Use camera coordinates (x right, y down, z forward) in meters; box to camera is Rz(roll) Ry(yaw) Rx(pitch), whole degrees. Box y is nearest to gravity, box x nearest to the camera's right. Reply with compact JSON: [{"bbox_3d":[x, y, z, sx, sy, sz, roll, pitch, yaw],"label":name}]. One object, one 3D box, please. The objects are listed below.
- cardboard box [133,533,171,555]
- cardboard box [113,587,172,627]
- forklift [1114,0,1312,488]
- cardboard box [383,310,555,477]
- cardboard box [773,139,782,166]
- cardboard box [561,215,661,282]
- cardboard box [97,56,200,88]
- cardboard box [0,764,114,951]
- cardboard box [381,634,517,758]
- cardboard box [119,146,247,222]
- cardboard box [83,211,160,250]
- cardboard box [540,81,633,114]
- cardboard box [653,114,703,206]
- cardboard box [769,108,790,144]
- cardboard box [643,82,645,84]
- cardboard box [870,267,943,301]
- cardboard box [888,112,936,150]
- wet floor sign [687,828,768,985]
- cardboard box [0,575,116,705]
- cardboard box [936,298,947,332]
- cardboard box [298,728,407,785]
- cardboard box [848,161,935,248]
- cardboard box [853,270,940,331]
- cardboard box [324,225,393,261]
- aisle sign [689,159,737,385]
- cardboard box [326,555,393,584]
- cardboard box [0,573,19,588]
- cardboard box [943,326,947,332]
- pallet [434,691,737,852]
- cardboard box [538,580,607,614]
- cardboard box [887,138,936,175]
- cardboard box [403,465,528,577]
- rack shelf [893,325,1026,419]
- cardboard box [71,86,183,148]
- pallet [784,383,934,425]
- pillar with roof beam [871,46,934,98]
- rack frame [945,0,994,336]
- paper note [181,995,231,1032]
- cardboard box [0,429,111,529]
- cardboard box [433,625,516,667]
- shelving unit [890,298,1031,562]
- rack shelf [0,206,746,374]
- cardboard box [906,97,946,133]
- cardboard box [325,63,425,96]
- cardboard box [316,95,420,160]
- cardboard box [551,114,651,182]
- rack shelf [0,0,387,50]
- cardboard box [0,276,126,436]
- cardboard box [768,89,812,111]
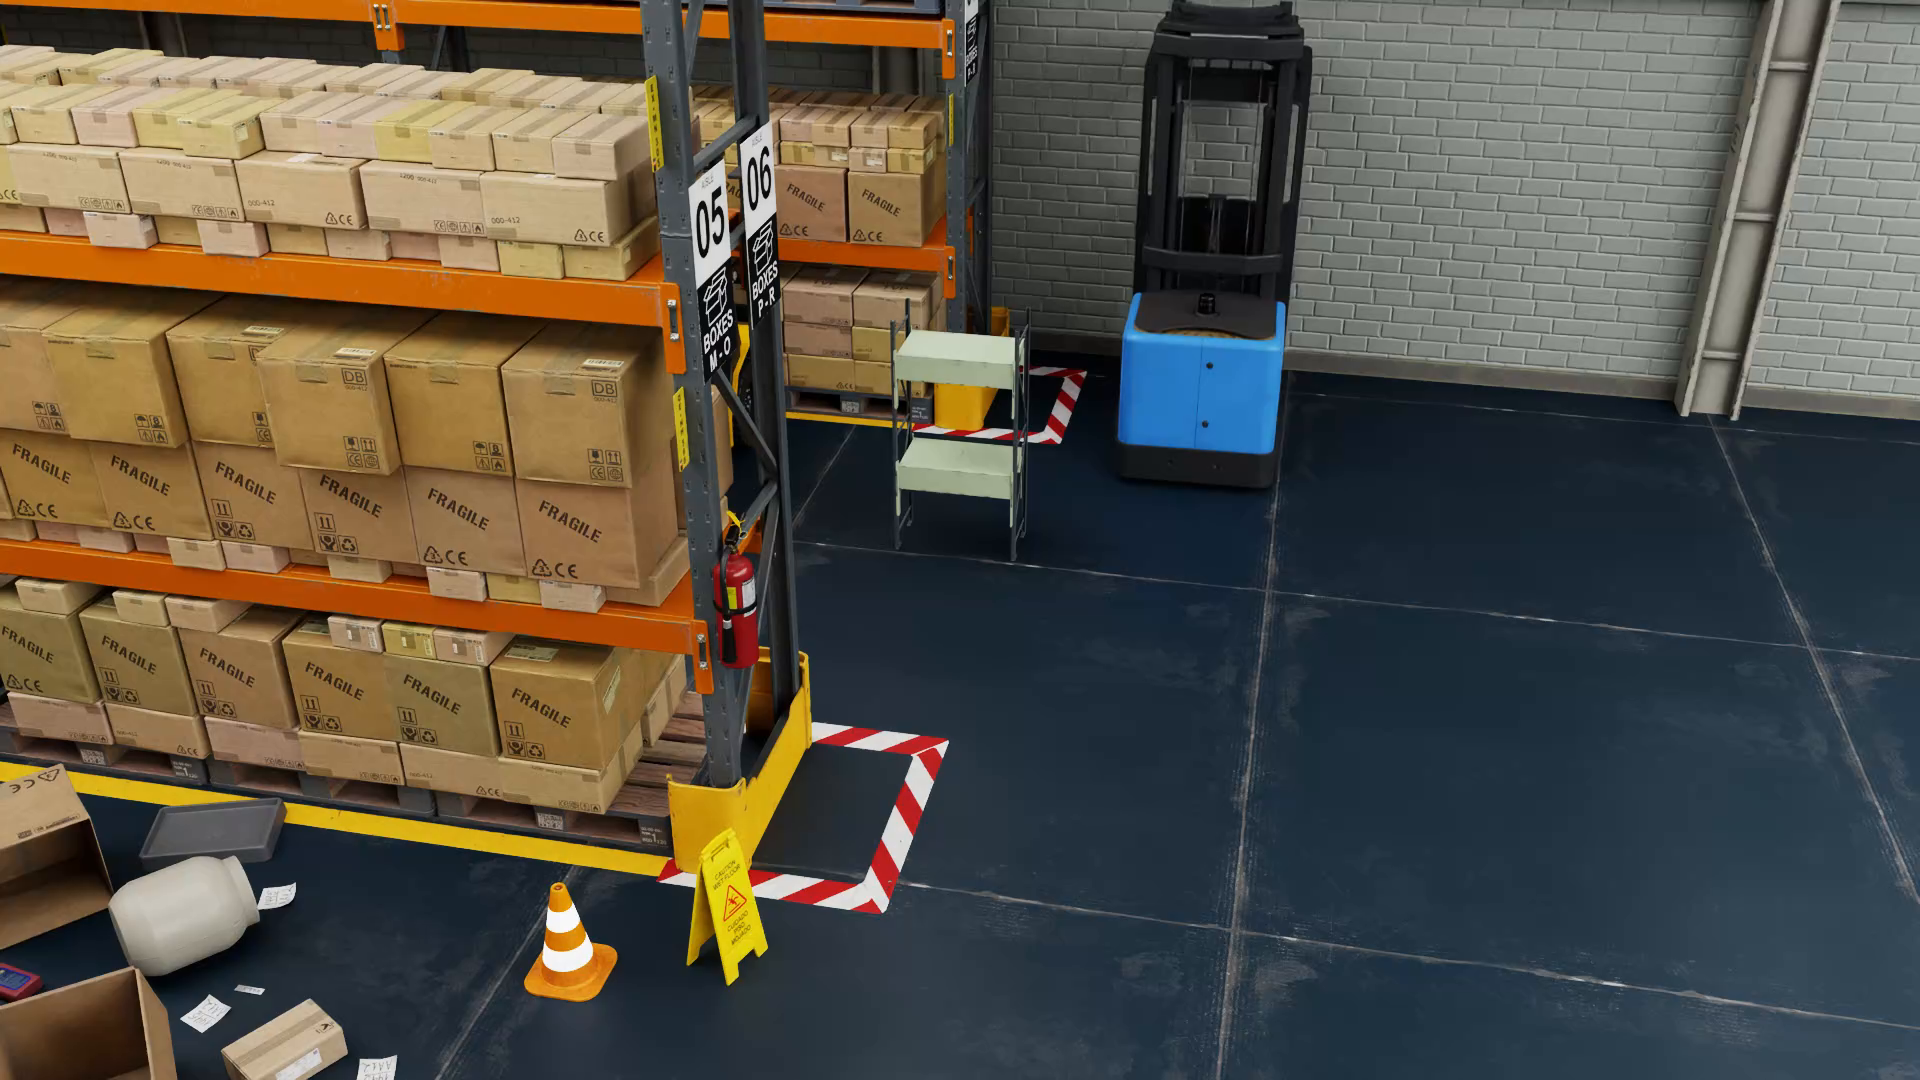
[{"bbox_3d":[-3.606,-0.089,7.712,0.250,0.149,0.380,6,29,10],"label":"cardboard box"},{"bbox_3d":[-3.740,0.238,7.823,0.250,0.149,0.380,7,29,13],"label":"cardboard box"},{"bbox_3d":[1.799,-2.314,11.586,1.130,2.935,3.031,5,29,9],"label":"forklift"},{"bbox_3d":[-2.000,-0.663,7.044,0.500,0.500,0.700,6,29,11],"label":"cardboard box"},{"bbox_3d":[-1.334,-2.711,11.461,0.250,0.149,0.380,5,29,9],"label":"cardboard box"},{"bbox_3d":[-1.368,-1.157,6.539,0.250,0.149,0.380,6,29,11],"label":"cardboard box"},{"bbox_3d":[-3.495,-1.977,7.207,0.250,0.149,0.380,5,29,10],"label":"cardboard box"},{"bbox_3d":[-4.109,1.394,7.343,0.500,0.500,0.500,-21,35,-33],"label":"cardboard box"},{"bbox_3d":[-2.310,0.638,7.769,0.500,0.500,0.500,7,29,12],"label":"cardboard box"},{"bbox_3d":[-3.012,-1.502,6.755,0.500,0.250,0.500,6,29,11],"label":"cardboard box"},{"bbox_3d":[-3.377,-1.336,6.867,0.250,0.149,0.380,5,29,10],"label":"cardboard box"},{"bbox_3d":[-1.516,-1.751,6.795,0.250,0.149,0.380,6,29,10],"label":"cardboard box"},{"bbox_3d":[-1.397,-1.603,6.939,0.500,0.250,0.500,5,29,10],"label":"cardboard box"},{"bbox_3d":[-1.338,-2.831,11.371,0.250,0.149,0.380,7,29,12],"label":"cardboard box"},{"bbox_3d":[-2.219,-3.204,12.052,0.250,0.149,0.380,6,29,10],"label":"cardboard box"},{"bbox_3d":[-0.359,-1.932,12.202,0.500,0.250,0.500,5,29,10],"label":"cardboard box"},{"bbox_3d":[-0.322,-2.774,11.266,0.250,0.149,0.380,6,29,11],"label":"cardboard box"},{"bbox_3d":[-0.999,1.508,6.986,0.232,0.644,0.267,17,33,28],"label":"wet floor sign"},{"bbox_3d":[-4.352,0.431,8.146,0.500,0.500,0.500,7,30,13],"label":"cardboard box"},{"bbox_3d":[-0.345,-1.720,12.336,0.500,0.250,0.500,6,29,11],"label":"cardboard box"},{"bbox_3d":[-2.826,0.915,8.043,0.500,0.250,0.500,5,29,9],"label":"cardboard box"},{"bbox_3d":[-0.464,-2.348,11.473,0.500,0.500,0.500,5,29,9],"label":"cardboard box"},{"bbox_3d":[-0.444,-1.695,11.768,0.500,0.250,0.500,7,29,12],"label":"cardboard box"},{"bbox_3d":[-2.359,-1.268,6.743,0.250,0.149,0.380,6,29,10],"label":"cardboard box"},{"bbox_3d":[-0.961,-1.045,6.489,0.004,0.787,0.394,6,29,11],"label":"aisle sign"},{"bbox_3d":[-2.637,0.031,7.493,0.250,0.149,0.380,6,29,10],"label":"cardboard box"},{"bbox_3d":[-5.386,0.469,8.731,0.625,0.372,0.950,6,29,11],"label":"cardboard box"},{"bbox_3d":[-0.368,-1.497,12.449,0.500,0.250,0.500,6,29,11],"label":"cardboard box"},{"bbox_3d":[-1.822,1.071,8.236,1.213,0.211,1.003,6,29,11],"label":"pallet"},{"bbox_3d":[-1.642,0.153,7.270,0.250,0.149,0.380,6,29,10],"label":"cardboard box"},{"bbox_3d":[-0.326,-2.610,11.276,0.250,0.149,0.380,6,29,11],"label":"cardboard box"},{"bbox_3d":[-2.038,-0.198,7.237,0.500,0.500,0.500,6,29,11],"label":"cardboard box"},{"bbox_3d":[0.007,-1.000,9.863,0.720,0.370,0.431,6,29,11],"label":"rack shelf"},{"bbox_3d":[-3.348,-1.713,6.726,0.250,0.149,0.380,5,29,10],"label":"cardboard box"},{"bbox_3d":[-0.685,-1.212,12.406,1.213,0.211,1.003,6,29,11],"label":"pallet"},{"bbox_3d":[-1.320,-3.481,7.399,0.400,9.000,9.100,6,29,11],"label":"pillar with roof beam"},{"bbox_3d":[0.072,-2.378,11.632,0.127,3.000,1.000,6,29,11],"label":"rack frame"},{"bbox_3d":[-3.101,1.945,6.839,0.142,0.019,0.148,17,33,28],"label":"paper note"},{"bbox_3d":[-4.005,-0.408,7.619,0.500,0.500,0.500,6,29,10],"label":"cardboard box"},{"bbox_3d":[-2.172,0.399,7.530,0.250,0.149,0.380,7,29,12],"label":"cardboard box"},{"bbox_3d":[0.007,-0.657,10.051,0.755,1.500,0.431,6,29,11],"label":"shelving unit"},{"bbox_3d":[-2.917,-1.247,7.192,4.000,0.370,1.077,6,29,11],"label":"rack shelf"},{"bbox_3d":[-0.212,-2.971,11.626,0.250,0.149,0.380,5,29,10],"label":"cardboard box"},{"bbox_3d":[-2.478,-1.910,7.085,0.250,0.149,0.380,7,29,12],"label":"cardboard box"},{"bbox_3d":[-2.326,-1.636,6.584,0.250,0.149,0.380,6,29,11],"label":"cardboard box"},{"bbox_3d":[-1.353,-1.497,6.331,0.250,0.149,0.380,6,29,11],"label":"cardboard box"},{"bbox_3d":[-5.796,-3.980,12.184,4.000,0.370,1.077,6,29,11],"label":"rack shelf"},{"bbox_3d":[-3.993,-0.853,7.392,0.500,0.500,0.700,6,29,11],"label":"cardboard box"},{"bbox_3d":[-1.224,-3.079,11.824,0.250,0.149,0.380,7,29,12],"label":"cardboard box"}]
